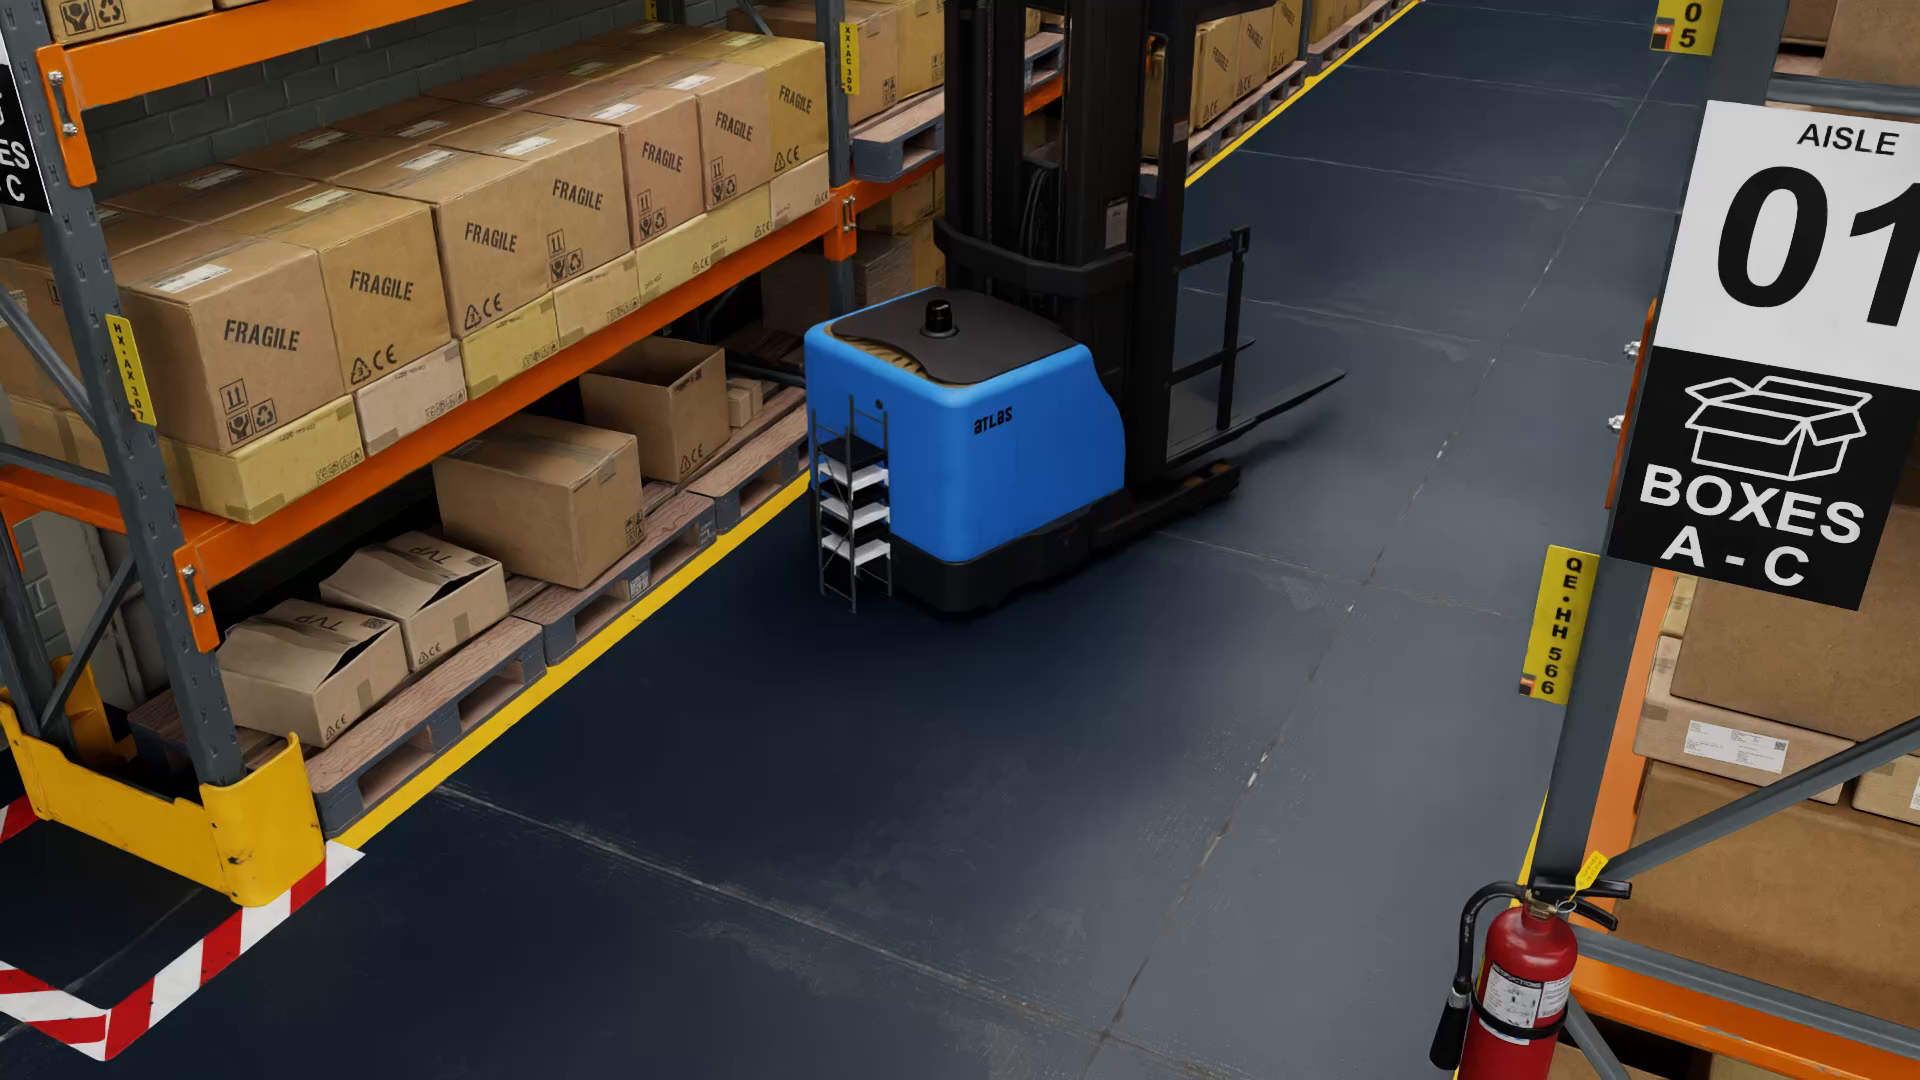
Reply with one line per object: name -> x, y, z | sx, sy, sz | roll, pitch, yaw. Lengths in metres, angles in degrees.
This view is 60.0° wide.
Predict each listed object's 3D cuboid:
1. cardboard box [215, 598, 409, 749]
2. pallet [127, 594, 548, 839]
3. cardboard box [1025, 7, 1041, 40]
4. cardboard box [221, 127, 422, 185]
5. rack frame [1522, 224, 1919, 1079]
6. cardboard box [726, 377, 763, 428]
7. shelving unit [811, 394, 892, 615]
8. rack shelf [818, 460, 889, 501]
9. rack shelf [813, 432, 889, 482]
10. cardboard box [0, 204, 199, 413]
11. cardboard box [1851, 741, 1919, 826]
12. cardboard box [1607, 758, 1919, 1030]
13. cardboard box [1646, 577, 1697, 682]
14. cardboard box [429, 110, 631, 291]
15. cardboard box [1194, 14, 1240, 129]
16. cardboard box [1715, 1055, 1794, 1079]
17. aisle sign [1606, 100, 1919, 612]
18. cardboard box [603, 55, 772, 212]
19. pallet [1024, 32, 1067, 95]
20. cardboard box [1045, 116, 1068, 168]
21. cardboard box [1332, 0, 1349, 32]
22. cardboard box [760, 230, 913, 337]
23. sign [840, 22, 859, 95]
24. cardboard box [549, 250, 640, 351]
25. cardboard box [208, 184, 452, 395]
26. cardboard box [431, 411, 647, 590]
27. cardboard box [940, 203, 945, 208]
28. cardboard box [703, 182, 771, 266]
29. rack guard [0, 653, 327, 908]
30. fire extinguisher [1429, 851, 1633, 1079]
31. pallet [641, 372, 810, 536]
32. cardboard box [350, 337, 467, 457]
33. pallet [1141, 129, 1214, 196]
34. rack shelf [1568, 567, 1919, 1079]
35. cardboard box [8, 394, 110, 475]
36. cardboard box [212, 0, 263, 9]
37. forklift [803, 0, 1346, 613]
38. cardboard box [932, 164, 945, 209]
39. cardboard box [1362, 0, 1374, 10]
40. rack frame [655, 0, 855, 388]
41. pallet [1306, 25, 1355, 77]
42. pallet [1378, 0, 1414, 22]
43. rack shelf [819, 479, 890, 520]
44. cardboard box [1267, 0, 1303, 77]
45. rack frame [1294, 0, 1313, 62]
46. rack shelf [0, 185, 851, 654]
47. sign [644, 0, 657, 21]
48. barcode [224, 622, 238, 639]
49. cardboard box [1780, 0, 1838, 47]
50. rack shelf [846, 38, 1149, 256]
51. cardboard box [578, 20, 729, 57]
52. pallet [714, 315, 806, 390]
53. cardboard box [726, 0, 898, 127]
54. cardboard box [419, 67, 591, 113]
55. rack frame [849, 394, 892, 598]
cardboard box -> -2.434, 0.462, 6.192 | 0.500, 0.311, 0.500 | 11, 32, 18
pallet -> -2.394, 0.596, 6.499 | 1.003, 0.211, 1.213 | 14, 33, 23
cardboard box -> 0.062, -3.240, 9.837 | 0.700, 0.500, 0.500 | 14, 33, 23
cardboard box -> -2.334, -1.204, 6.212 | 0.500, 0.500, 0.500 | 13, 32, 22
rack frame -> 1.582, 0.895, 3.179 | 1.000, 3.000, 0.127 | 14, 33, 23
cardboard box -> -1.225, -0.718, 8.392 | 0.380, 0.166, 0.250 | 10, 31, 17
shelving unit -> -0.458, -0.147, 7.102 | 0.210, 0.900, 0.258 | -25, 38, -36
rack shelf -> -0.458, -0.274, 7.029 | 0.200, 0.077, 0.258 | -25, 38, -36
rack shelf -> -0.458, -0.352, 6.984 | 0.200, 0.077, 0.258 | -25, 38, -36
cardboard box -> -2.804, -0.753, 5.427 | 0.500, 0.500, 0.500 | 14, 33, 23
cardboard box -> 1.952, 0.445, 3.211 | 0.380, 0.149, 0.250 | 14, 33, 23
cardboard box -> 1.806, 0.648, 3.510 | 0.700, 0.500, 0.500 | 14, 33, 23
cardboard box -> 1.704, 0.241, 3.566 | 0.380, 0.149, 0.250 | 15, 33, 25
cardboard box -> -1.645, -1.315, 6.406 | 0.500, 0.500, 0.500 | 15, 33, 25
cardboard box -> 1.671, -3.707, 12.929 | 0.750, 0.750, 0.750 | 14, 33, 23
cardboard box -> 2.250, 1.171, 4.285 | 0.500, 0.500, 0.500 | 14, 33, 23
aisle sign -> 1.290, -0.270, 2.597 | 0.394, 0.787, 0.004 | 14, 33, 23
cardboard box -> -1.170, -1.767, 7.192 | 0.500, 0.500, 0.500 | 14, 33, 23
pallet -> -0.051, -2.803, 9.812 | 1.003, 0.211, 1.213 | 14, 33, 23
cardboard box -> 0.533, -2.549, 11.246 | 0.700, 0.500, 0.500 | 15, 33, 24
cardboard box -> 3.301, -5.175, 15.838 | 0.700, 0.500, 0.500 | 14, 33, 23
cardboard box -> -0.687, -1.437, 9.309 | 0.700, 0.500, 0.500 | 15, 33, 25
sign -> -0.521, -2.256, 7.797 | 0.100, 0.325, 0.005 | 14, 33, 23
cardboard box -> -1.631, -0.996, 6.604 | 0.500, 0.250, 0.500 | 15, 33, 24
cardboard box -> -2.111, -0.856, 5.606 | 0.500, 0.500, 0.500 | 14, 33, 23
cardboard box -> -1.796, -0.187, 7.131 | 0.700, 0.500, 0.500 | 12, 32, 20
cardboard box -> -0.228, -1.895, 10.105 | 0.700, 0.500, 0.500 | 15, 33, 24
cardboard box -> -1.188, -1.446, 7.387 | 0.500, 0.250, 0.500 | 14, 33, 23
rack guard -> -2.795, 0.823, 5.814 | 1.175, 0.500, 0.348 | 14, 33, 23
fire extinguisher -> 1.114, 0.876, 3.291 | 0.296, 0.674, 0.183 | 14, 33, 23
pallet -> -1.282, -0.485, 8.383 | 1.003, 0.211, 1.213 | 14, 33, 23
cardboard box -> -2.101, -0.548, 5.823 | 0.500, 0.250, 0.500 | 13, 32, 22
pallet -> 1.241, -2.897, 12.582 | 1.003, 0.211, 1.213 | 14, 33, 23
rack shelf -> 2.493, 0.320, 4.902 | 1.077, 0.370, 4.000 | 14, 33, 23
cardboard box -> -2.789, -0.422, 5.603 | 0.500, 0.250, 0.500 | 15, 33, 24
cardboard box -> -2.178, -1.901, 4.916 | 0.500, 0.500, 0.500 | 17, 34, 26
forklift -> 0.727, -1.582, 7.561 | 3.031, 2.935, 1.130 | -25, 38, -36
cardboard box -> -0.256, -2.190, 9.867 | 0.500, 0.250, 0.500 | 13, 32, 22
cardboard box -> 3.773, -5.640, 16.648 | 0.700, 0.500, 0.500 | 13, 32, 22
rack frame -> -1.008, -2.000, 8.221 | 1.000, 3.000, 0.127 | 14, 33, 23
pallet -> 3.053, -4.657, 15.647 | 1.003, 0.211, 1.213 | 14, 33, 23
pallet -> 4.164, -5.739, 17.531 | 1.003, 0.211, 1.213 | 14, 33, 23
rack shelf -> -0.458, -0.196, 7.074 | 0.200, 0.077, 0.258 | -25, 38, -36
cardboard box -> 2.456, -4.479, 14.275 | 0.750, 0.750, 0.750 | 15, 33, 24
rack frame -> 2.637, -5.547, 14.397 | 1.000, 3.000, 0.127 | 14, 33, 23
rack shelf -> -1.919, -0.802, 6.856 | 1.077, 0.370, 4.000 | 14, 33, 23
sign -> -1.503, -2.627, 8.149 | 0.100, 0.325, 0.005 | 14, 33, 23
barcode -> -2.782, 0.359, 6.362 | 0.001, 0.075, 0.075 | 14, 33, 23
cardboard box -> 1.872, -1.154, 3.323 | 0.500, 0.250, 0.500 | 14, 33, 23
rack shelf -> -0.096, -2.575, 9.944 | 1.077, 0.370, 4.000 | 14, 33, 23
cardboard box -> -1.408, -2.108, 7.786 | 0.500, 0.500, 0.500 | 14, 33, 22
pallet -> -0.654, -1.137, 9.517 | 1.003, 0.211, 1.213 | 14, 33, 23
cardboard box -> -0.745, -2.452, 8.466 | 0.700, 0.500, 0.500 | 14, 33, 23
cardboard box -> -1.878, -1.660, 7.006 | 0.500, 0.500, 0.500 | 15, 33, 25
rack frame -> -0.384, -0.181, 7.162 | 0.006, 0.900, 0.240 | -25, 38, -36
